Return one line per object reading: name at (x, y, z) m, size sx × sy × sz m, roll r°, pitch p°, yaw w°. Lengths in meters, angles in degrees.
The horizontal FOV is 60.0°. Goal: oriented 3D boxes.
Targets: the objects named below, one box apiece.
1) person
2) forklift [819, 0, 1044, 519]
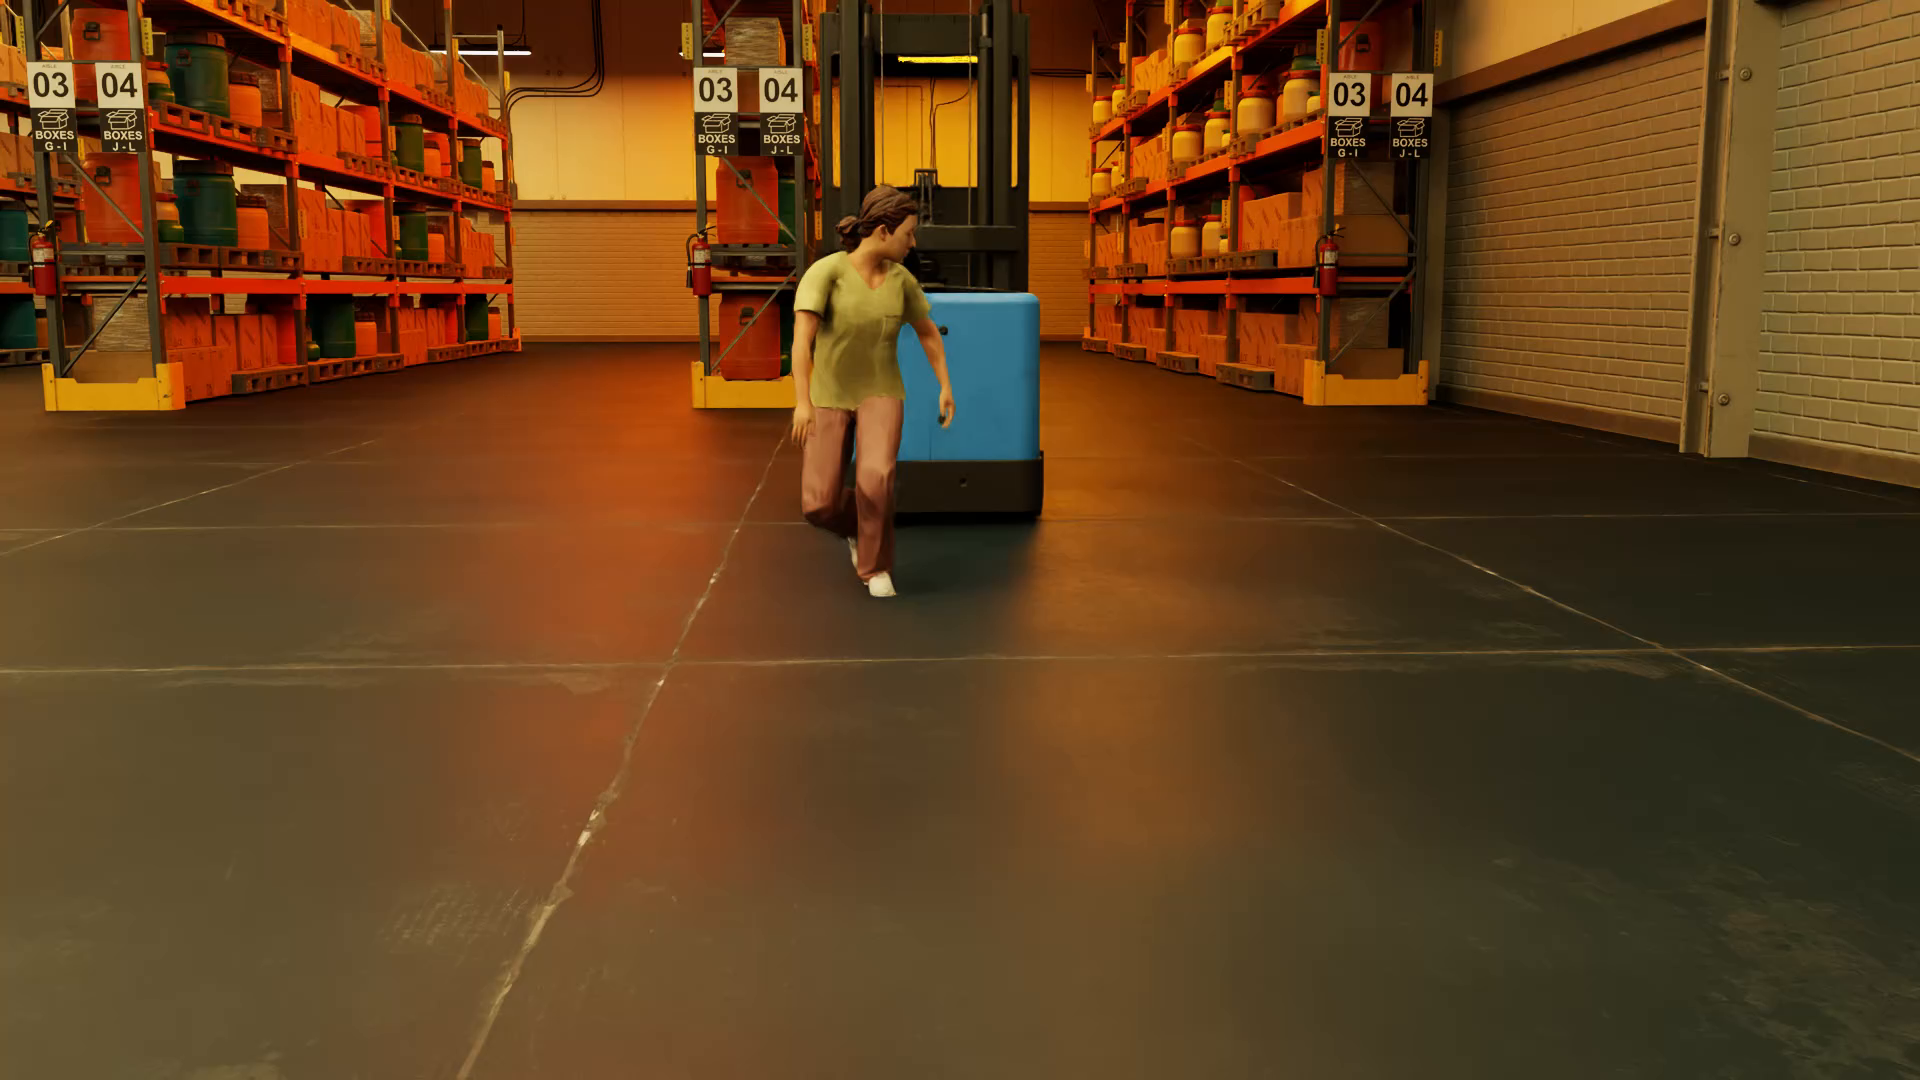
person at (-0.318, -0.540, 6.077) m, size 0.620 × 1.461 × 0.694 m, roll -1°, pitch 9°, yaw -9°
forklift at (-0.192, -1.728, 8.969) m, size 1.130 × 2.935 × 3.031 m, roll 0°, pitch 8°, yaw -2°
